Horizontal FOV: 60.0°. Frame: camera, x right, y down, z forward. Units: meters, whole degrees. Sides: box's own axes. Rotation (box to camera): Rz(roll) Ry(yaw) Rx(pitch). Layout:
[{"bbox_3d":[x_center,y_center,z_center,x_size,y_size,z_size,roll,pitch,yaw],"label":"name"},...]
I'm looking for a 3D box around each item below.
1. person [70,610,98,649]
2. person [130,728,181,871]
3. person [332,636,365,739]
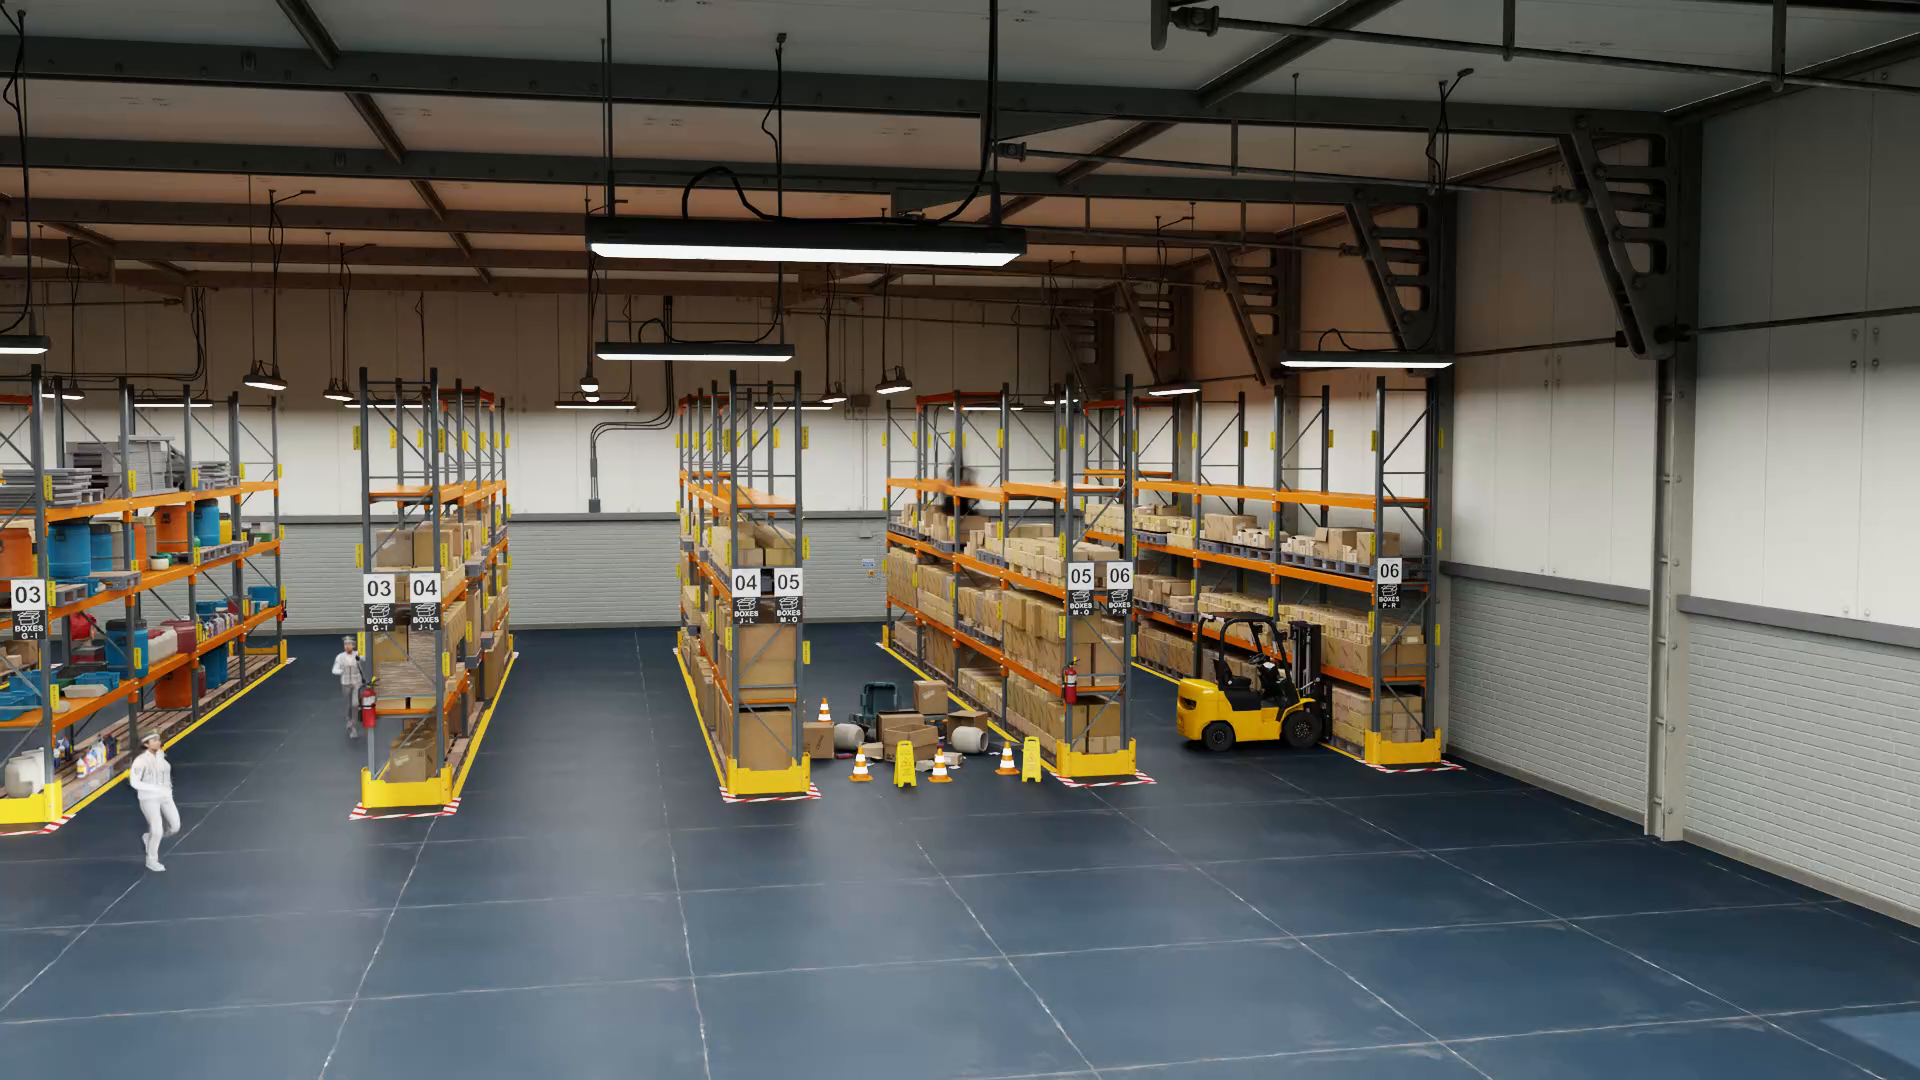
[{"bbox_3d":[-17.935,2.138,33.908,0.663,1.715,0.901,-2,4,-29],"label":"person"},{"bbox_3d":[-9.392,3.019,19.427,0.561,1.665,0.658,1,4,19],"label":"person"},{"bbox_3d":[-10.306,2.478,28.257,0.622,1.740,0.878,0,3,-8],"label":"person"}]
